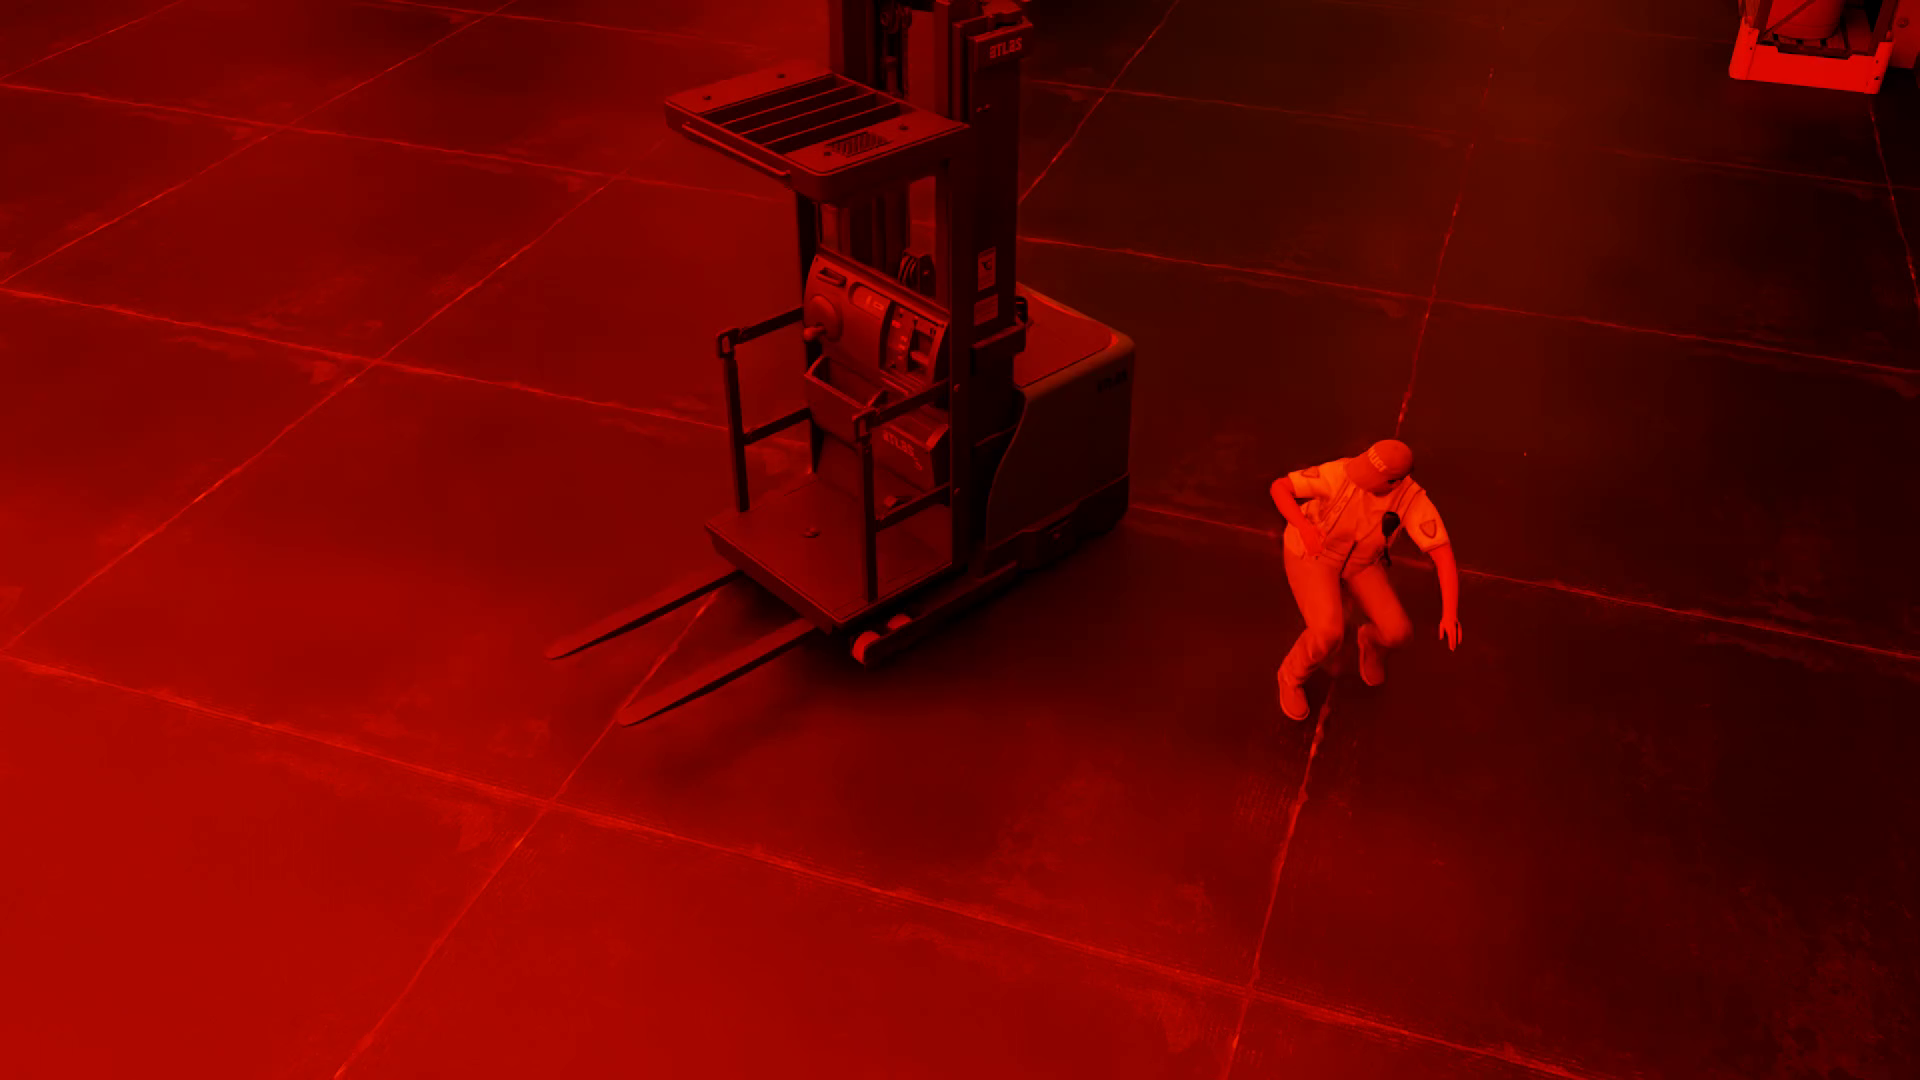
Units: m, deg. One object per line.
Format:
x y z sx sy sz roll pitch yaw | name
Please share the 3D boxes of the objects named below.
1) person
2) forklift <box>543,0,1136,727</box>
1.710 0.177 7.219 0.739 1.412 0.909 -3 35 -5 | person
-0.546 -0.944 7.442 3.031 2.935 1.130 -28 44 -33 | forklift
